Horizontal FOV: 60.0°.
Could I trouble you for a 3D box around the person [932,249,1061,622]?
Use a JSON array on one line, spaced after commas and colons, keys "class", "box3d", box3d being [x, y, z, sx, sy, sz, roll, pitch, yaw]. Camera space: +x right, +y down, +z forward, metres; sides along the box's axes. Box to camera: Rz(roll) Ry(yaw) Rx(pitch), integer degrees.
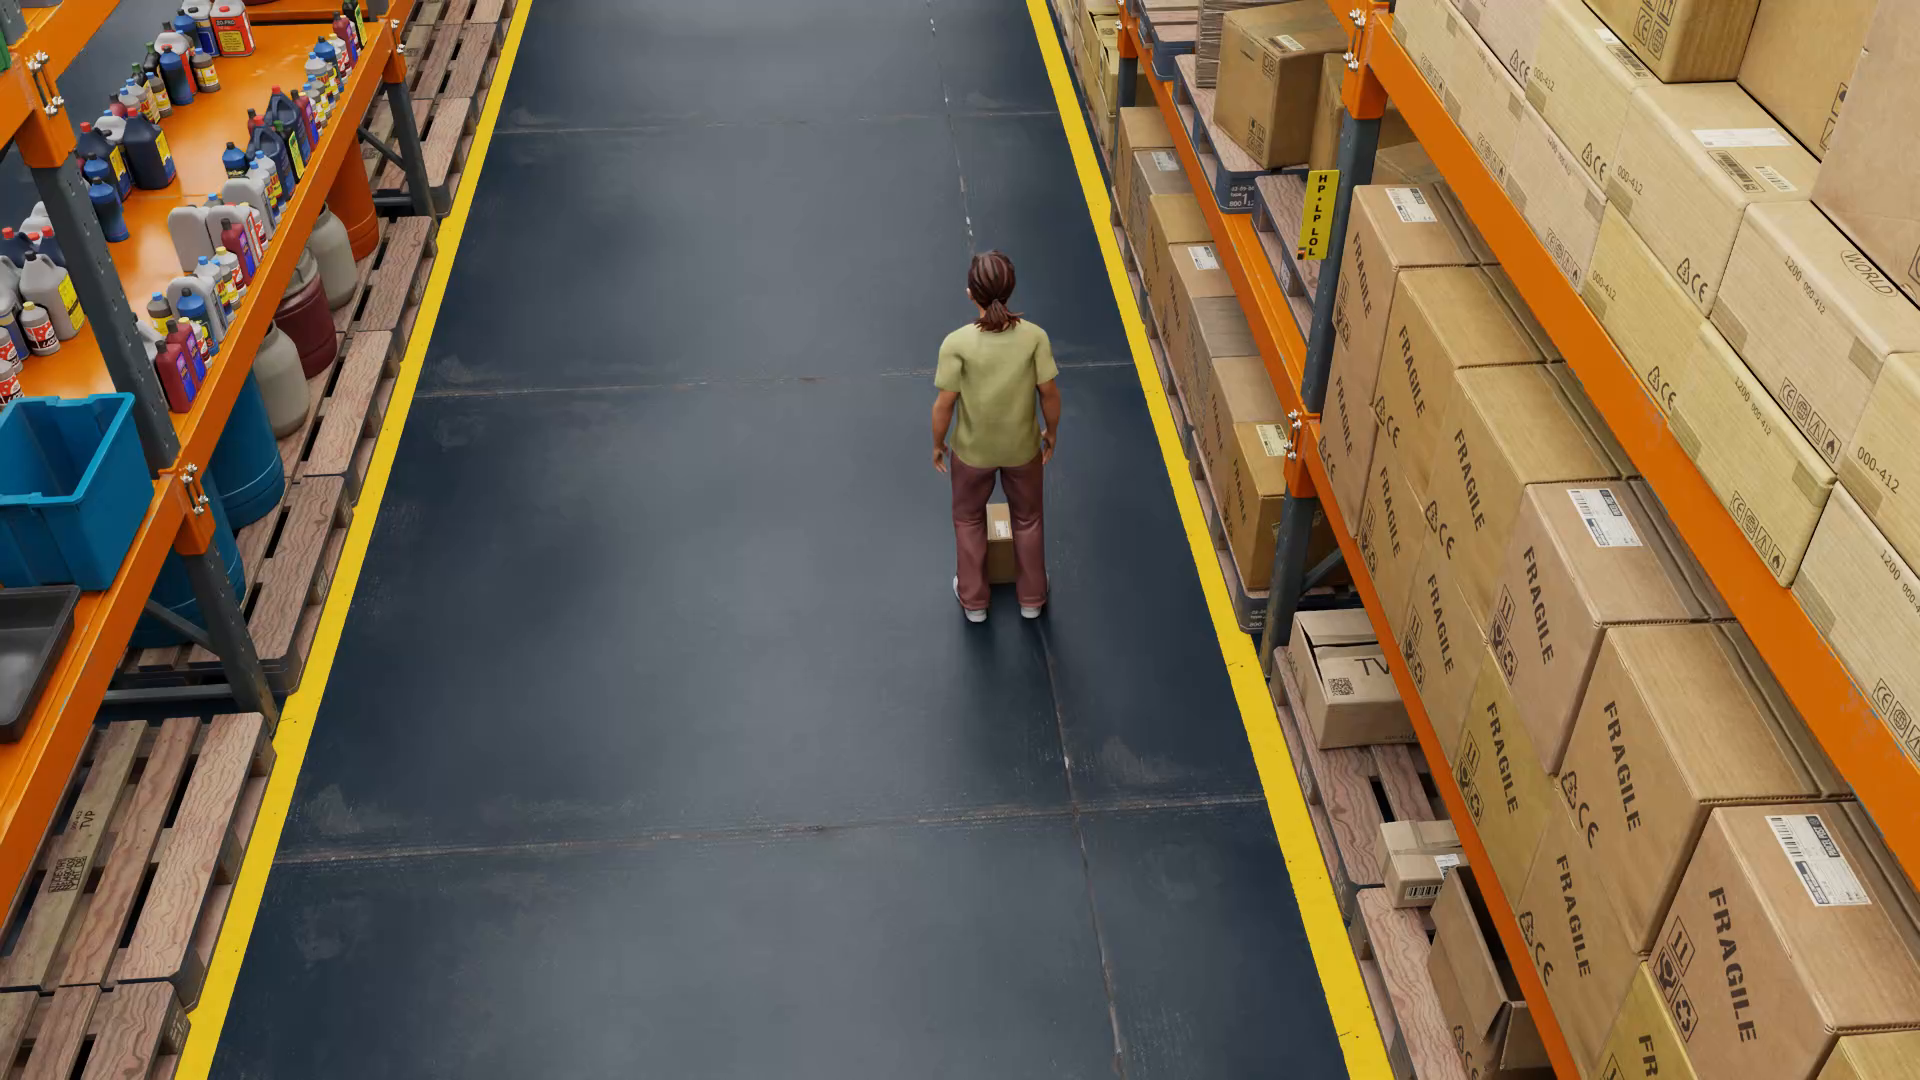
[{"class": "person", "box3d": [0.143, -0.377, 6.617, 0.521, 1.672, 0.357, -5, 39, -6]}]
